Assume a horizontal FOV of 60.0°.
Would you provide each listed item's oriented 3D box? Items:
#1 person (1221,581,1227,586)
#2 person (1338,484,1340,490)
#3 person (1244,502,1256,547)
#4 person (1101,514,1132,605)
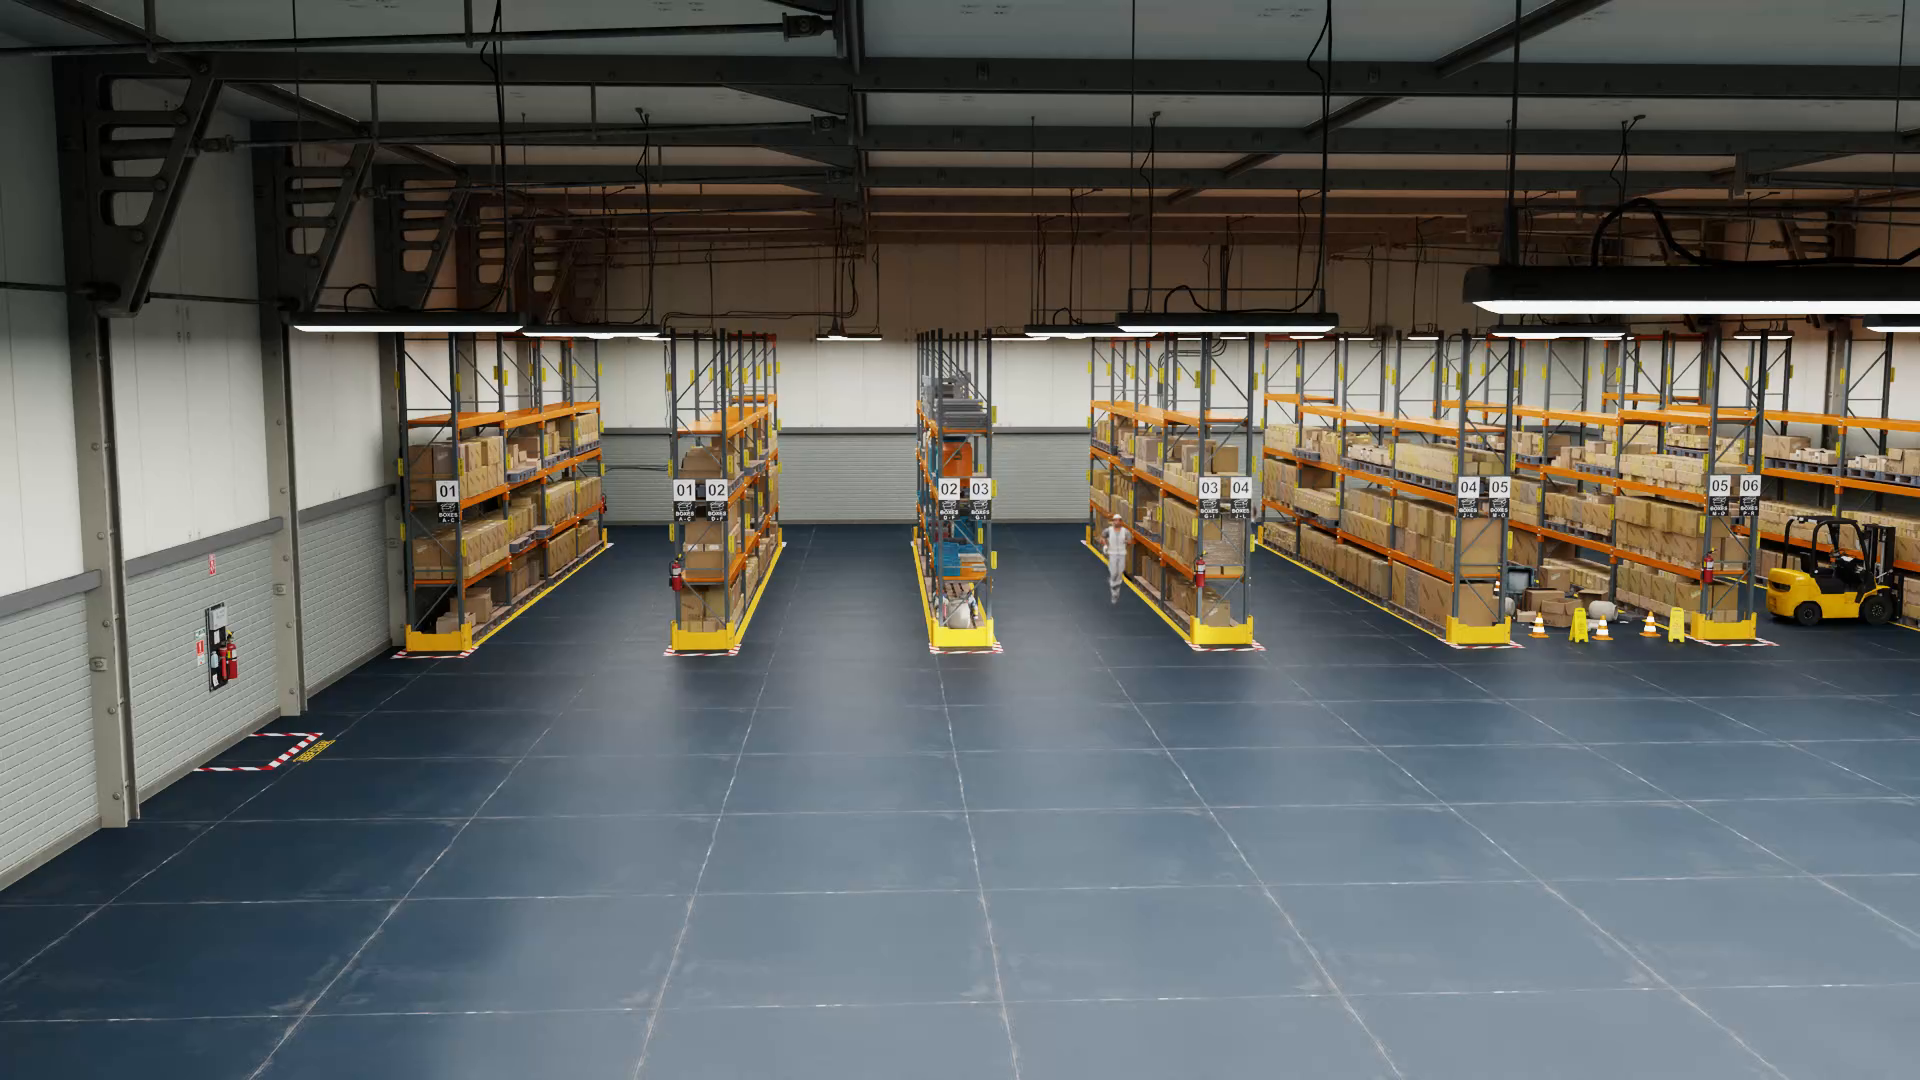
[{"bbox_3d":[6.335,0.277,39.344,0.607,1.662,0.597,0,7,0],"label":"person"},{"bbox_3d":[10.722,-0.681,46.914,0.701,1.829,0.903,0,7,-2],"label":"person"},{"bbox_3d":[7.638,-0.388,44.859,0.682,1.720,0.922,-2,7,-13],"label":"person"},{"bbox_3d":[3.339,0.397,35.362,0.631,1.899,0.709,0,7,-4],"label":"person"}]
